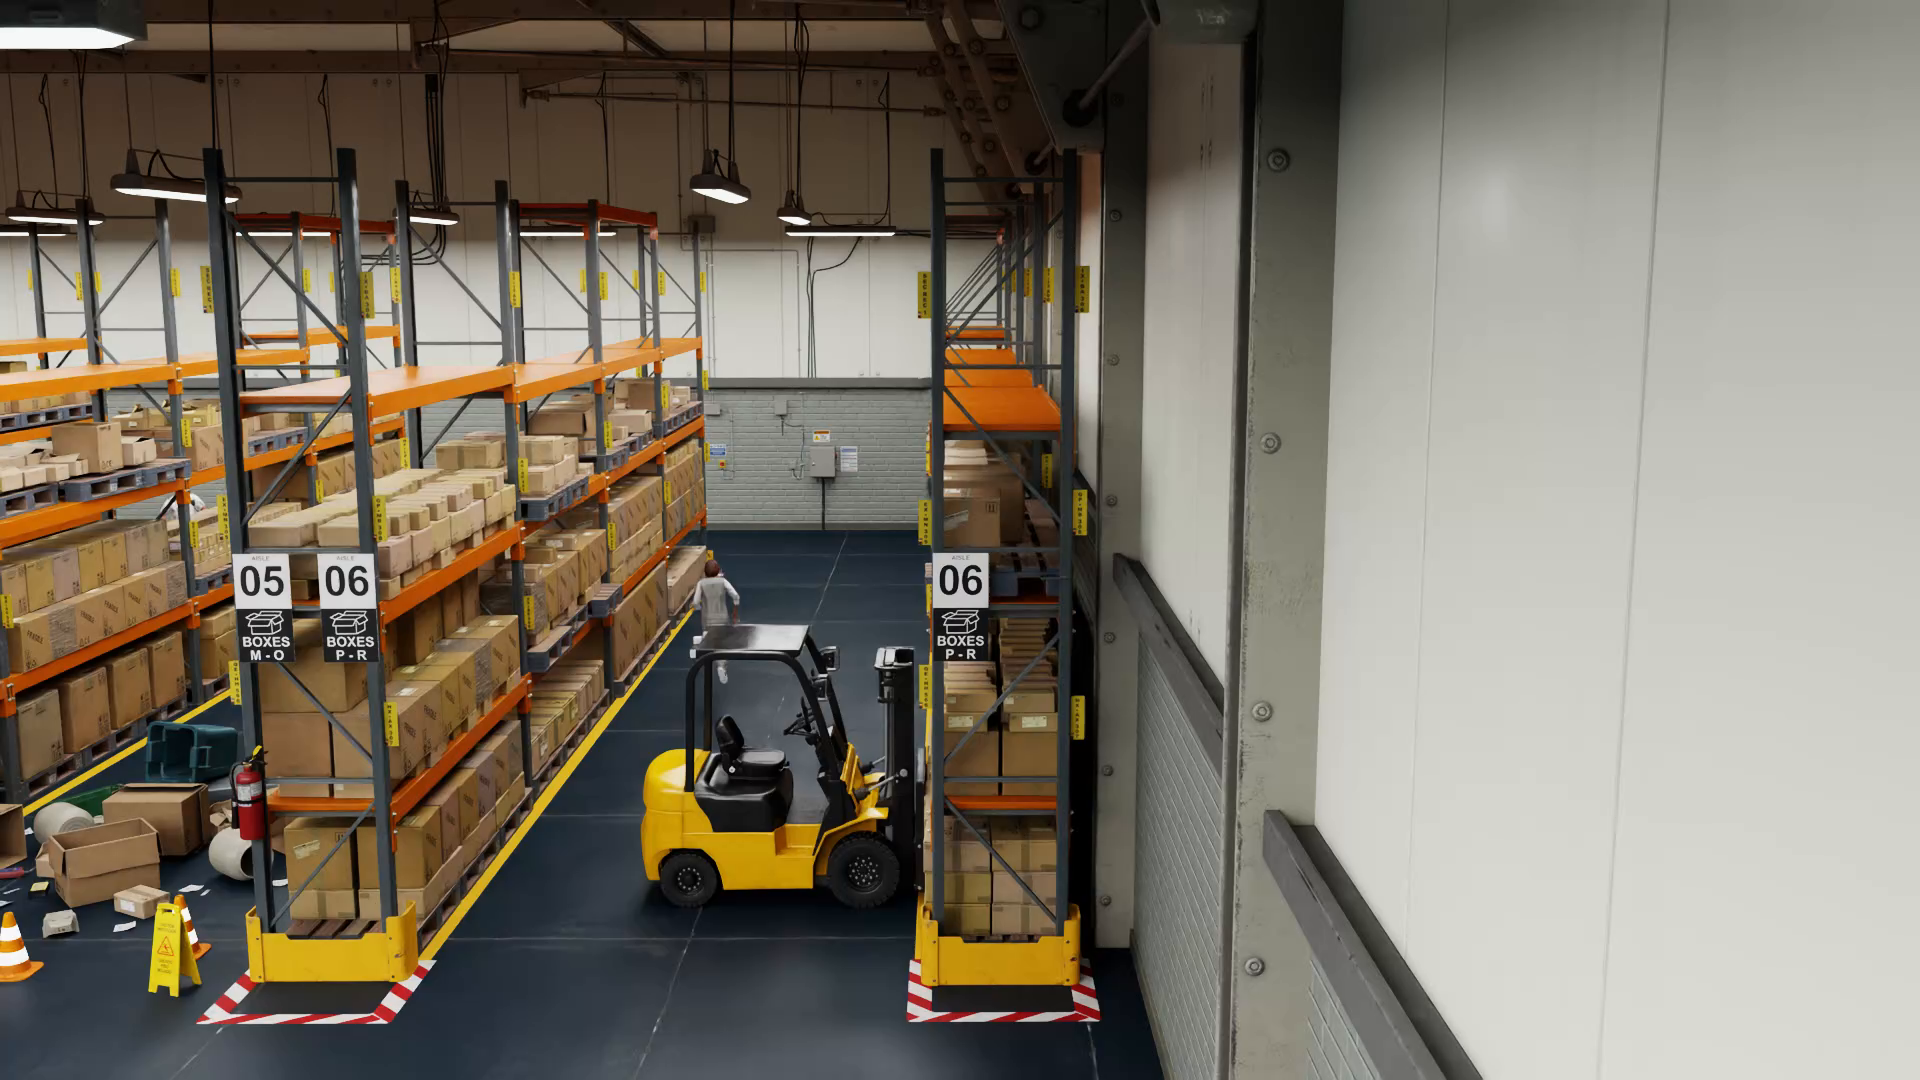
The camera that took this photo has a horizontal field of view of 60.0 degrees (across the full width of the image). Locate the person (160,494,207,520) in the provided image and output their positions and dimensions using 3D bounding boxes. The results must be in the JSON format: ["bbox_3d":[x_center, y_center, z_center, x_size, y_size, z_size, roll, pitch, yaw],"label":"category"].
[{"bbox_3d":[-13.001,-0.136,27.962,0.715,1.810,0.670,-7,11,-36],"label":"person"}]

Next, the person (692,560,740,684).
[{"bbox_3d":[-3.000,0.996,20.463,0.573,1.538,0.466,-2,9,-11],"label":"person"}]
